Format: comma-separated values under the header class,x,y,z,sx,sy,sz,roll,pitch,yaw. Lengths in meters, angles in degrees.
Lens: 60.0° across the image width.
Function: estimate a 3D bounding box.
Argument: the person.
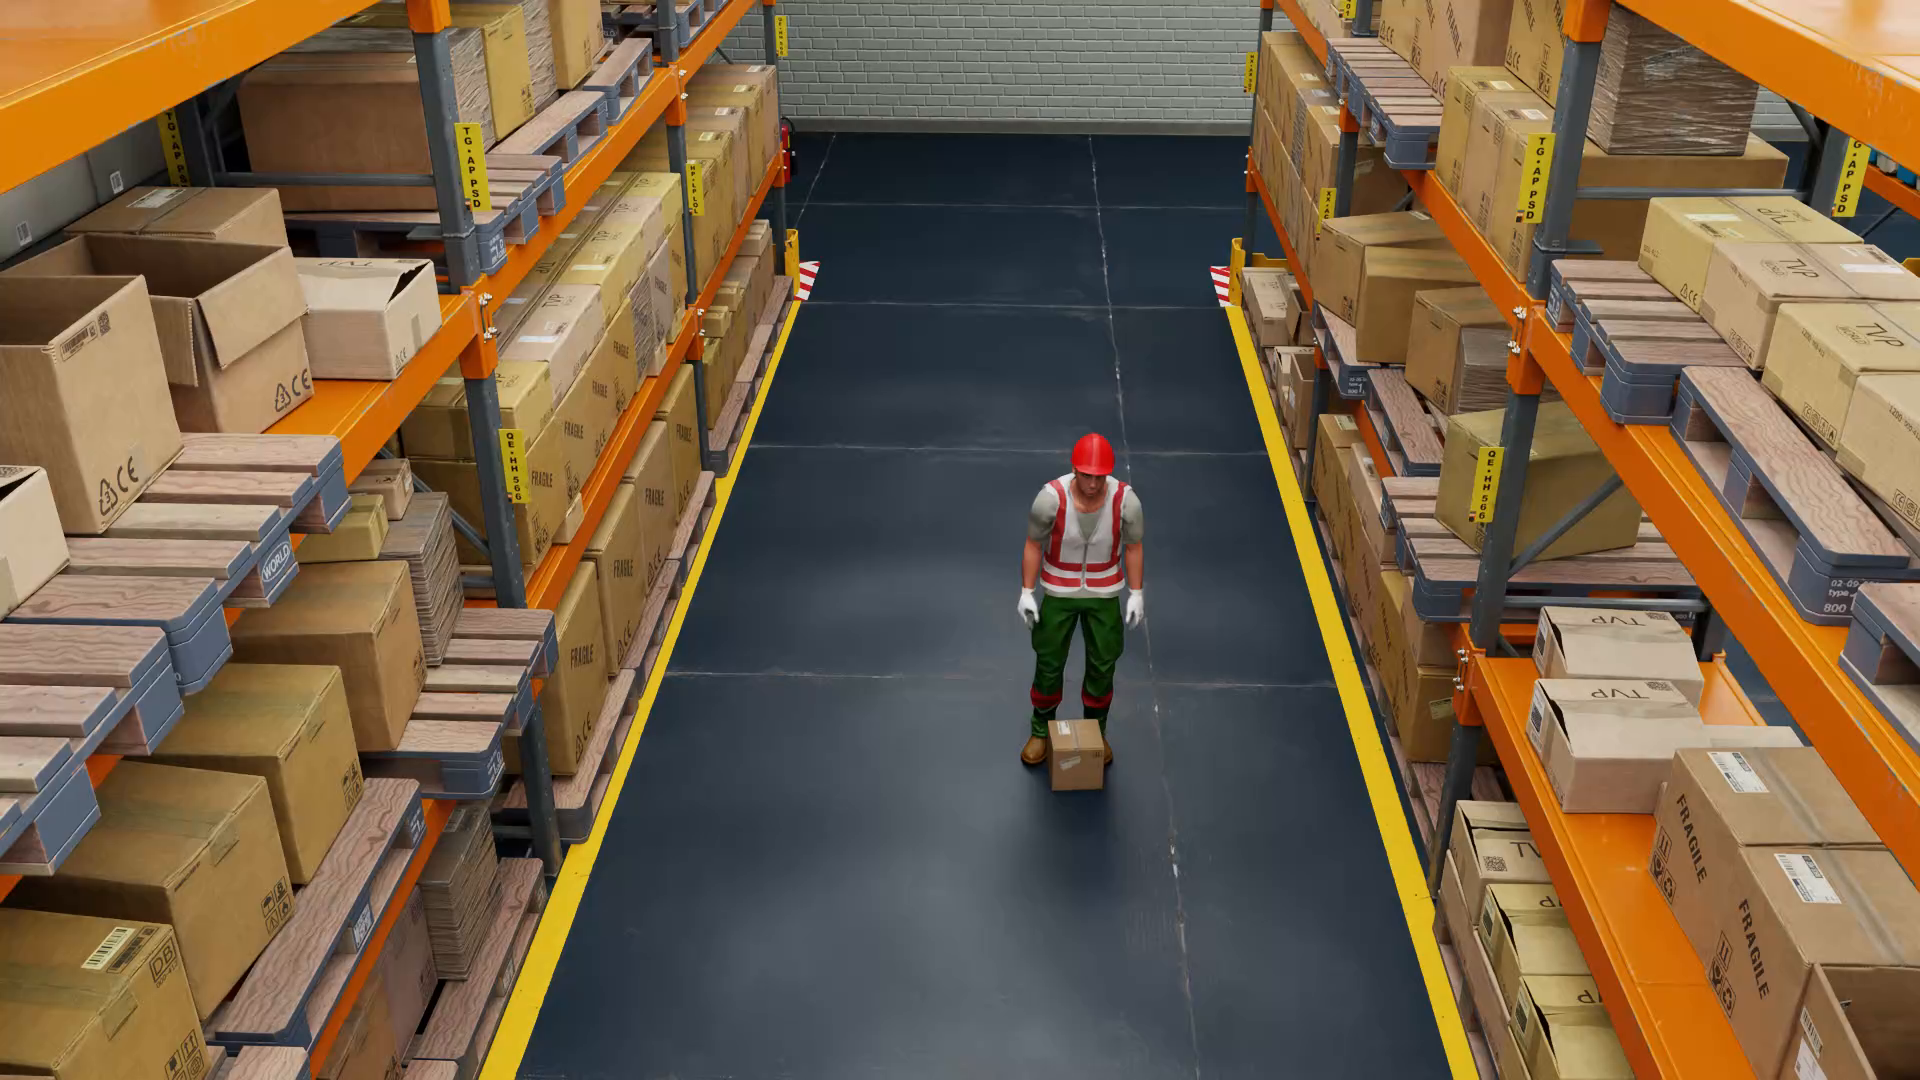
class,x,y,z,sx,sy,sz,roll,pitch,yaw
person,0.590,0.282,8.067,0.620,1.779,0.454,0,28,1
